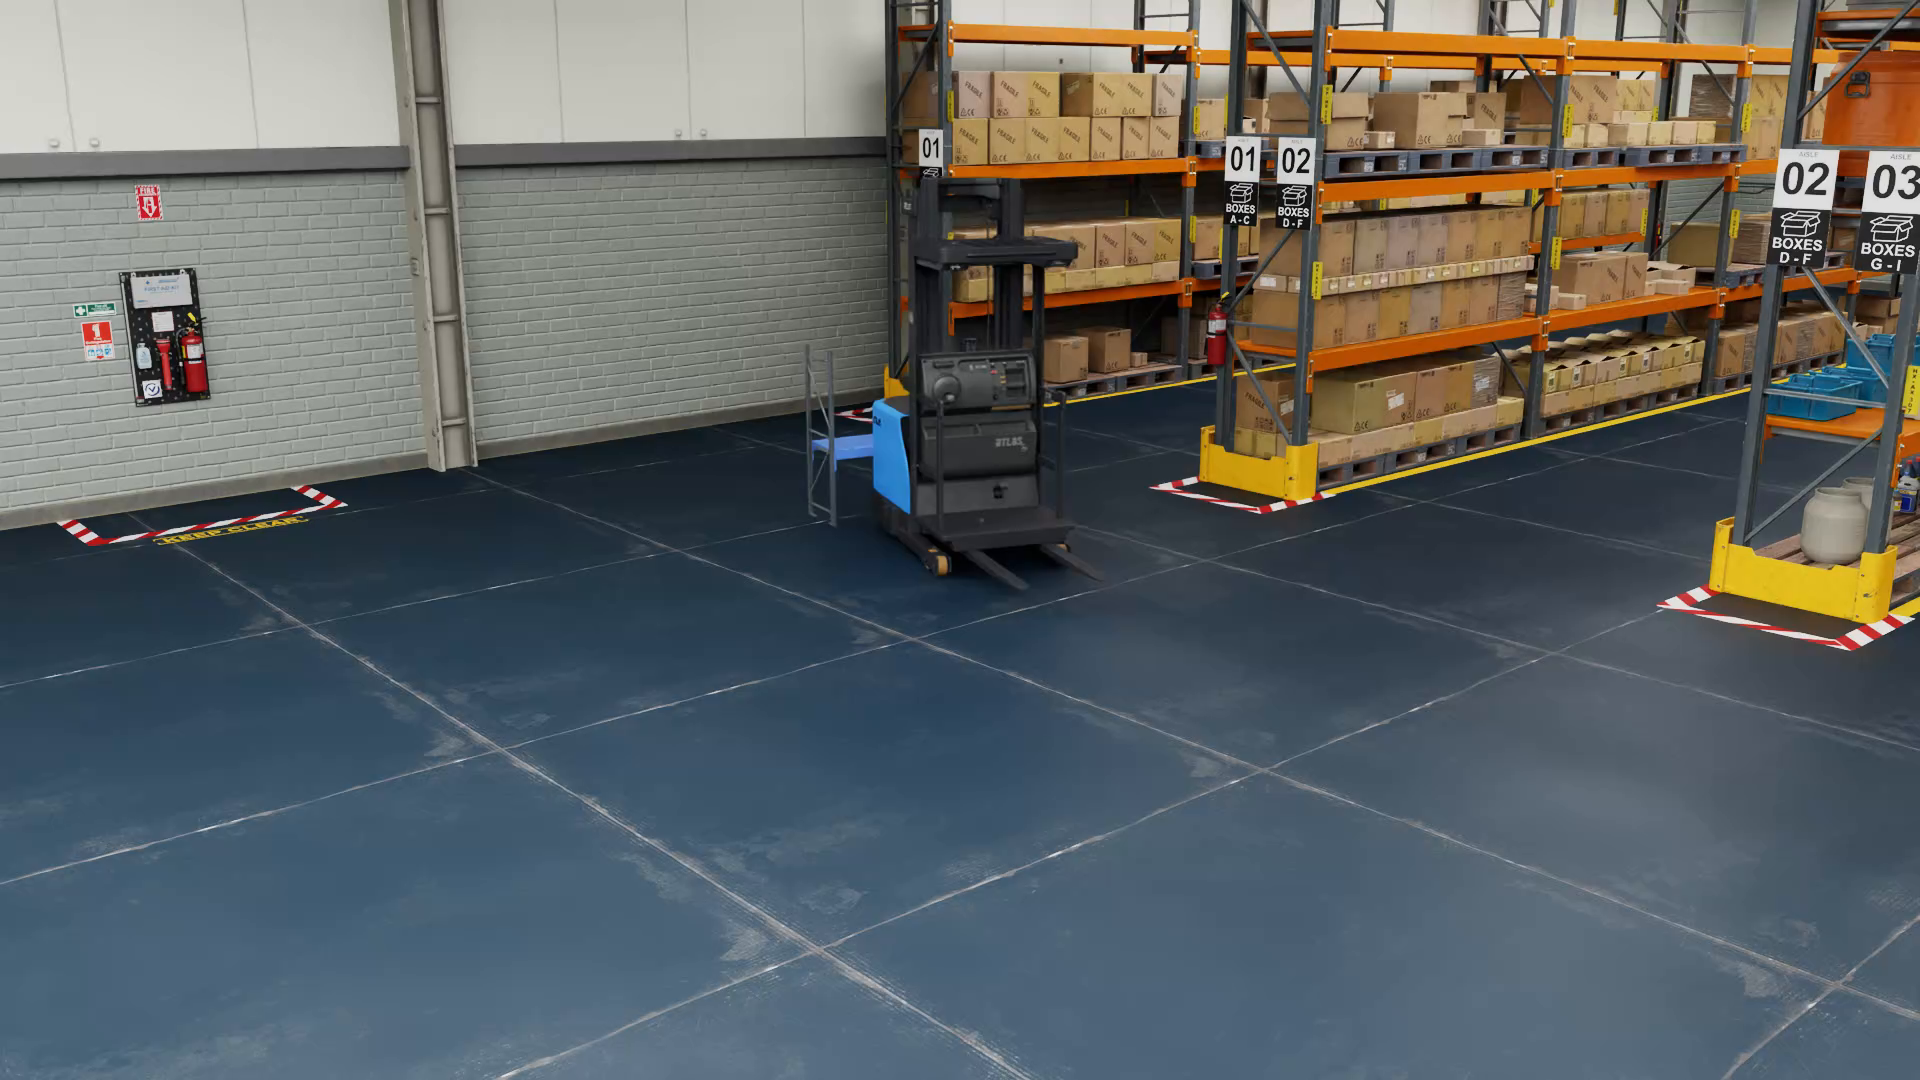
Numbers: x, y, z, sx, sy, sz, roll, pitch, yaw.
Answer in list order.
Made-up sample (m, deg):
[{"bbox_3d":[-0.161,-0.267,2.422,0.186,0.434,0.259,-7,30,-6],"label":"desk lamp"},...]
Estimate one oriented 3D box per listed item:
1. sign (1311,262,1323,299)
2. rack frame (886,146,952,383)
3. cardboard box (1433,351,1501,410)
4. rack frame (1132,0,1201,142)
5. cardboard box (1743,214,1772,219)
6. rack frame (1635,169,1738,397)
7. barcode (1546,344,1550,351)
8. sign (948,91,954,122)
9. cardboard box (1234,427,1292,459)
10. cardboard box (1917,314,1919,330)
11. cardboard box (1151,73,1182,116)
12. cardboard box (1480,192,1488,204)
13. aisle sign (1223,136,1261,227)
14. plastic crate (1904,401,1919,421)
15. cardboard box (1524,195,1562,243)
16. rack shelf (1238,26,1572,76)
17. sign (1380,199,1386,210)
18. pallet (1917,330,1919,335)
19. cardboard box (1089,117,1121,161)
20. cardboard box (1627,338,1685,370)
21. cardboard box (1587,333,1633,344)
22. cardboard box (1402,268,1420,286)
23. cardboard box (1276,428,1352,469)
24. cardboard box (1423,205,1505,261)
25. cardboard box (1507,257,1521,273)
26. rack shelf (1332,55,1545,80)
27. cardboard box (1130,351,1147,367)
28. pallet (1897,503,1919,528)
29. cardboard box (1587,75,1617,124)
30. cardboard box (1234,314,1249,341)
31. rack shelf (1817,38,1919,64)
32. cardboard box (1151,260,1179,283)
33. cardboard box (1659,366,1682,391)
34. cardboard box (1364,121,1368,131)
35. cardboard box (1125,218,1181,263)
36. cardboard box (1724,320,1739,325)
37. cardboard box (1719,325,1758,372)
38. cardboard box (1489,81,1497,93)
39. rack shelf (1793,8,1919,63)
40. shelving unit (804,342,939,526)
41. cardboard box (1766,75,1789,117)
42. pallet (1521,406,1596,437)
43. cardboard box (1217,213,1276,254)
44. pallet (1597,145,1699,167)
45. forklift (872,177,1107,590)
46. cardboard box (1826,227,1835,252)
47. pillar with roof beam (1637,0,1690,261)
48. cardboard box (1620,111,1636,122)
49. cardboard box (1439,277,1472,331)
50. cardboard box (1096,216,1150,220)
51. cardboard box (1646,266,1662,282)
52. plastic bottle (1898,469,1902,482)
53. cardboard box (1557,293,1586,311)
[{"bbox_3d":[3.153,-2.293,14.690,0.005,0.325,0.100,-13,19,-39],"label":"sign"},{"bbox_3d":[-0.461,-2.909,18.828,0.127,3.000,1.000,-13,19,-39],"label":"rack frame"},{"bbox_3d":[5.220,-1.656,17.199,0.500,0.500,0.500,-13,19,-39],"label":"cardboard box"},{"bbox_3d":[2.557,-6.485,20.591,0.127,3.000,1.000,-13,19,-39],"label":"rack frame"},{"bbox_3d":[10.865,-4.064,22.144,0.500,0.500,0.700,-9,17,-31],"label":"cardboard box"},{"bbox_3d":[8.829,-3.300,20.294,0.127,3.000,1.000,-13,19,-39],"label":"rack frame"},{"bbox_3d":[6.277,-2.054,17.757,0.075,0.075,0.001,-13,19,-39],"label":"barcode"},{"bbox_3d":[-0.105,-4.675,17.933,0.005,0.325,0.100,-13,19,-39],"label":"sign"},{"bbox_3d":[3.004,-0.968,16.076,0.500,0.250,0.500,-13,19,-39],"label":"cardboard box"},{"bbox_3d":[13.879,-3.245,24.560,0.500,0.250,0.500,-13,19,-39],"label":"cardboard box"},{"bbox_3d":[2.357,-5.439,20.318,0.500,0.500,0.500,14,20,42],"label":"cardboard box"},{"bbox_3d":[7.630,-5.206,25.164,0.500,0.250,0.500,-12,19,-38],"label":"cardboard box"},{"bbox_3d":[2.551,-3.247,15.057,0.004,0.787,0.394,-13,19,-39],"label":"aisle sign"},{"bbox_3d":[6.929,-0.942,11.975,0.250,0.136,0.298,-13,19,-39],"label":"plastic crate"},{"bbox_3d":[9.012,-5.175,26.732,0.700,0.700,0.980,-12,19,-39],"label":"cardboard box"},{"bbox_3d":[4.302,-4.642,15.859,4.000,0.370,1.077,-13,19,-39],"label":"rack shelf"},{"bbox_3d":[5.937,-4.681,23.373,0.005,0.325,0.100,-13,19,-39],"label":"sign"},{"bbox_3d":[14.206,-3.160,25.173,1.213,0.211,1.003,-13,19,-39],"label":"pallet"},{"bbox_3d":[1.555,-4.776,19.771,0.500,0.500,0.500,-14,20,-41],"label":"cardboard box"},{"bbox_3d":[8.207,-2.220,19.676,0.500,0.311,0.500,-13,20,-40],"label":"cardboard box"},{"bbox_3d":[7.850,-2.324,20.065,0.500,0.311,0.500,-13,20,-41],"label":"cardboard box"},{"bbox_3d":[4.201,-2.550,16.034,0.250,0.149,0.380,-13,20,-40],"label":"cardboard box"},{"bbox_3d":[3.344,-0.867,15.699,0.500,0.250,0.500,-13,19,-39],"label":"cardboard box"},{"bbox_3d":[5.100,-3.136,16.969,0.500,0.500,0.700,-13,20,-39],"label":"cardboard box"},{"bbox_3d":[5.559,-2.855,17.176,0.250,0.149,0.380,-13,20,-41],"label":"cardboard box"},{"bbox_3d":[7.083,-6.961,24.540,4.000,0.370,1.077,-13,19,-39],"label":"rack shelf"},{"bbox_3d":[2.173,-2.334,21.313,0.380,0.166,0.250,13,20,40],"label":"cardboard box"},{"bbox_3d":[8.526,-0.205,14.109,1.213,0.211,1.003,-13,19,-39],"label":"pallet"},{"bbox_3d":[6.717,-4.763,17.979,0.500,0.500,0.500,-10,18,-34],"label":"cardboard box"},{"bbox_3d":[3.458,-2.817,22.474,0.500,0.500,0.700,-13,20,-40],"label":"cardboard box"},{"bbox_3d":[13.355,-6.866,23.418,4.000,0.370,1.077,-13,19,-39],"label":"rack shelf"},{"bbox_3d":[2.398,-3.385,20.860,0.500,0.250,0.500,-13,19,-39],"label":"cardboard box"},{"bbox_3d":[8.205,-1.950,19.753,0.500,0.250,0.500,-13,20,-40],"label":"cardboard box"},{"bbox_3d":[3.489,-3.839,15.703,0.500,0.250,0.500,-13,19,-39],"label":"cardboard box"},{"bbox_3d":[2.403,-3.746,20.760,0.500,0.500,0.500,-13,20,-39],"label":"cardboard box"},{"bbox_3d":[9.771,-2.597,21.652,0.500,0.500,0.500,-14,20,-41],"label":"cardboard box"},{"bbox_3d":[9.751,-2.417,20.976,0.500,0.500,0.500,-14,20,-41],"label":"cardboard box"},{"bbox_3d":[7.842,-6.891,25.422,0.500,0.250,0.500,-11,18,-35],"label":"cardboard box"},{"bbox_3d":[7.551,-3.677,12.246,4.000,0.370,1.077,-13,19,-39],"label":"rack shelf"},{"bbox_3d":[-0.755,-0.969,14.471,1.048,1.500,0.538,-8,17,-29],"label":"shelving unit"},{"bbox_3d":[9.931,-5.527,20.684,0.500,0.500,0.500,-13,19,-39],"label":"cardboard box"},{"bbox_3d":[6.341,-1.408,18.612,1.213,0.211,1.003,-13,19,-39],"label":"pallet"},{"bbox_3d":[3.865,-4.138,22.383,0.500,0.500,0.700,-10,18,-32],"label":"cardboard box"},{"bbox_3d":[7.534,-4.336,18.724,1.213,0.211,1.003,-12,19,-37],"label":"pallet"},{"bbox_3d":[0.222,-1.256,12.774,1.130,2.935,3.031,-5,16,-19],"label":"forklift"},{"bbox_3d":[12.055,-4.161,23.322,0.500,0.500,0.500,-12,19,-38],"label":"cardboard box"},{"bbox_3d":[15.904,-8.306,27.406,0.400,9.000,9.100,-13,19,-39],"label":"pillar with roof beam"},{"bbox_3d":[10.839,-6.983,27.552,0.500,0.250,0.500,-14,20,-41],"label":"cardboard box"},{"bbox_3d":[4.706,-2.420,16.803,0.500,0.500,0.700,-12,19,-39],"label":"cardboard box"},{"bbox_3d":[2.065,-3.847,21.139,0.500,0.500,0.500,-13,20,-41],"label":"cardboard box"},{"bbox_3d":[8.027,-3.144,19.879,0.500,0.311,0.500,-13,20,-40],"label":"cardboard box"},{"bbox_3d":[7.884,-0.450,14.035,0.133,0.283,0.061,-12,19,-37],"label":"plastic bottle"},{"bbox_3d":[6.614,-2.612,18.202,0.250,0.149,0.380,-13,19,-39],"label":"cardboard box"}]
